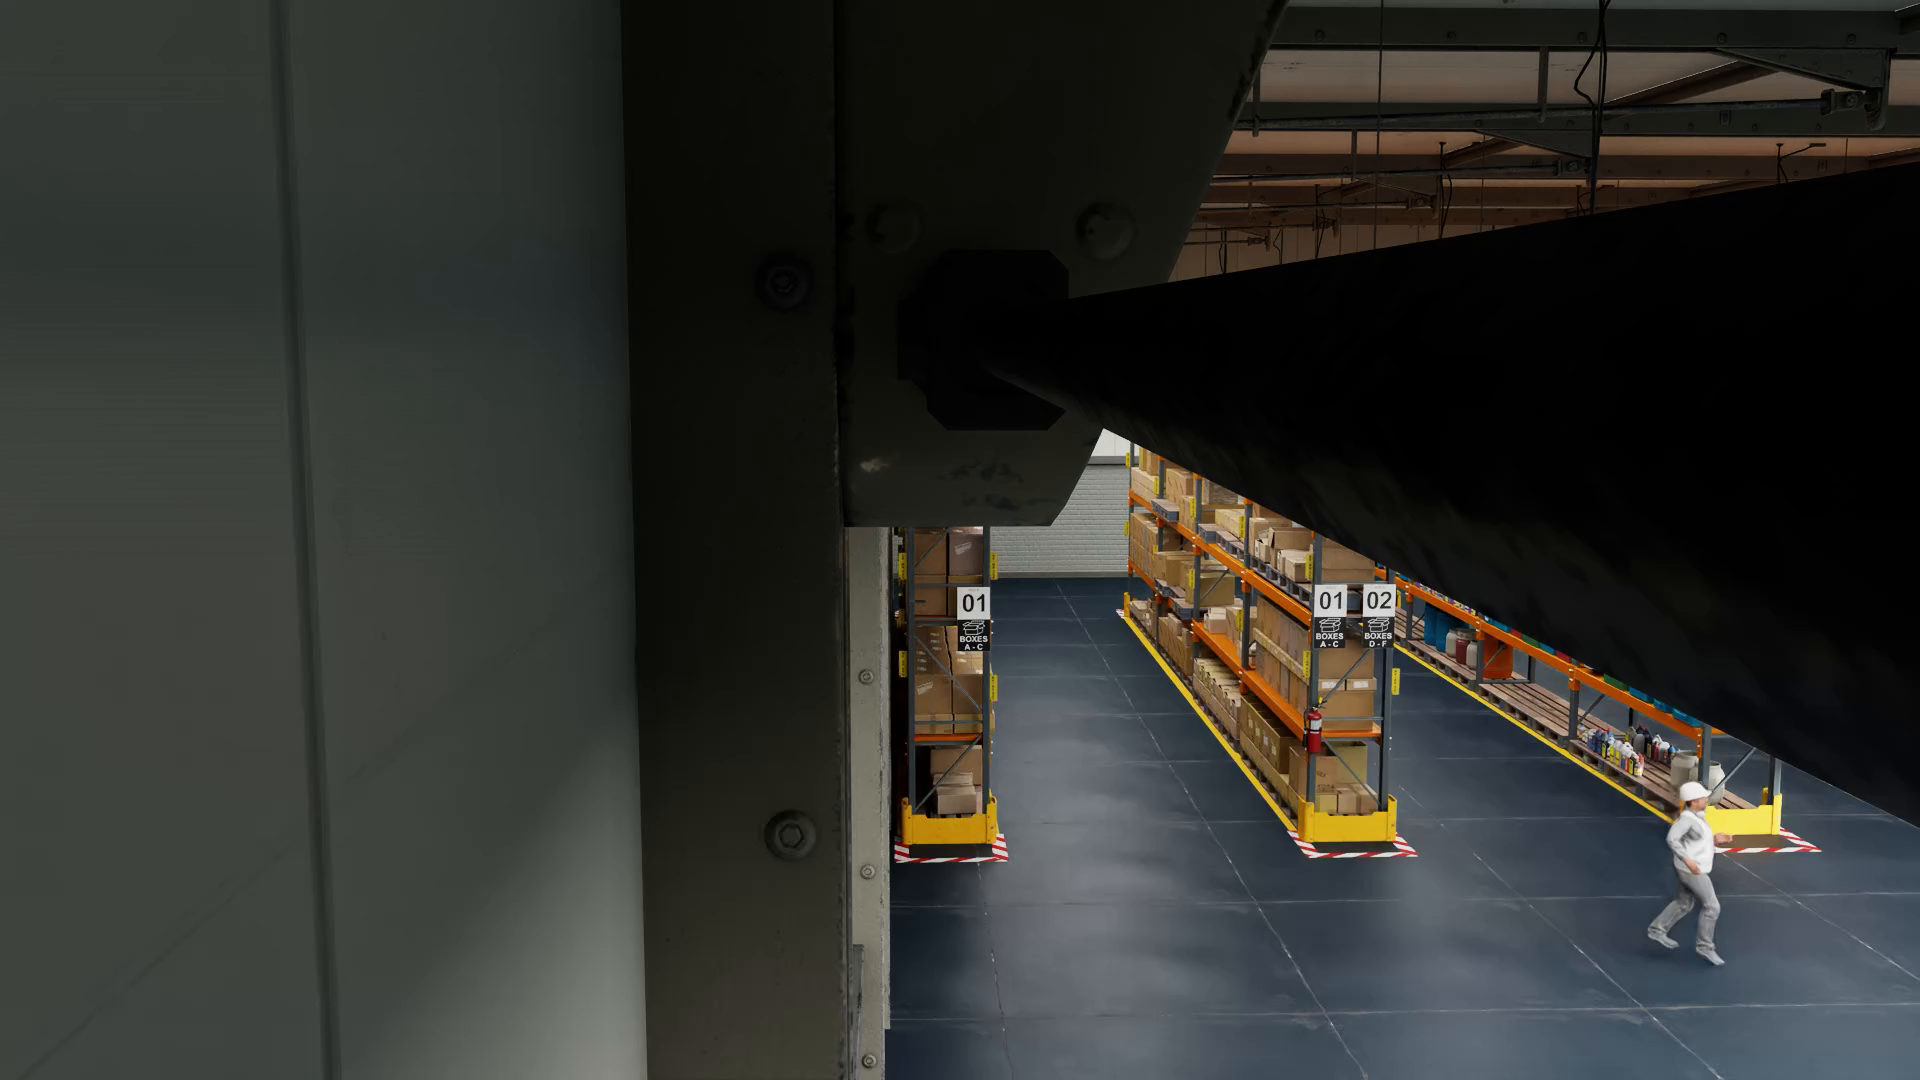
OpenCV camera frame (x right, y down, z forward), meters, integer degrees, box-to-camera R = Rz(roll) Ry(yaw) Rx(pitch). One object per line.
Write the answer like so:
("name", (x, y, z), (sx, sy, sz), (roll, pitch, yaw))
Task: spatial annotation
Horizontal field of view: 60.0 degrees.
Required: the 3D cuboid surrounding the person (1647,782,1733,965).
("person", (7.336, 3.324, 16.695), (0.737, 1.827, 0.643), (3, 8, 20))
